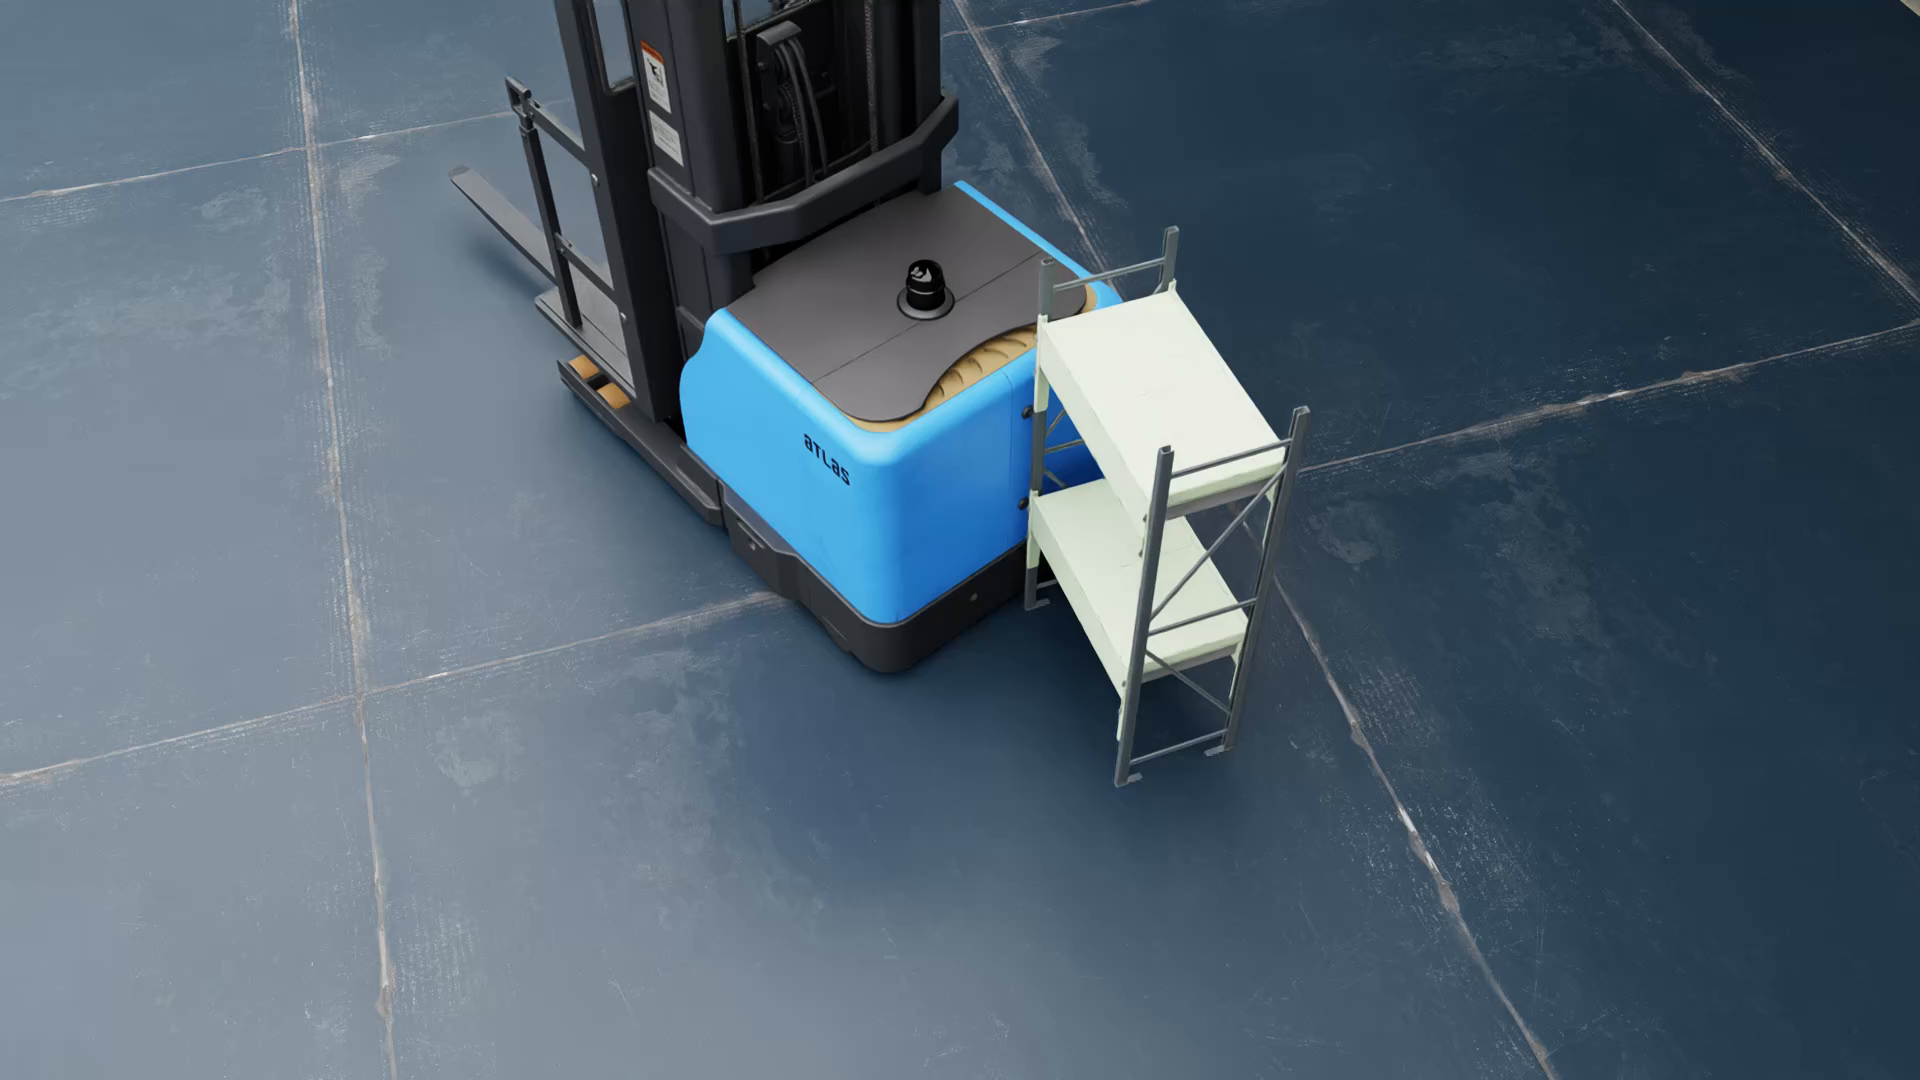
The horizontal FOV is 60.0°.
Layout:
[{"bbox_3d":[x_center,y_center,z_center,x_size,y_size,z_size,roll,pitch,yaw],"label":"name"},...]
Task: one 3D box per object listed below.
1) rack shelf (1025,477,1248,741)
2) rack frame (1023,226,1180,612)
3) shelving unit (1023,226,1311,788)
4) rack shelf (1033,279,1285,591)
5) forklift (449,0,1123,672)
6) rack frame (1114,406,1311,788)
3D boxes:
[{"bbox_3d":[0.534,0.165,5.056,0.431,0.370,0.720,-16,52,-13],"label":"rack shelf"},{"bbox_3d":[0.403,-0.306,5.027,0.400,1.500,0.023,-16,52,-13],"label":"rack frame"},{"bbox_3d":[0.534,-0.045,4.807,0.431,1.500,0.755,-16,52,-13],"label":"shelving unit"},{"bbox_3d":[0.534,-0.296,4.508,0.431,0.370,0.720,-16,52,-13],"label":"rack shelf"},{"bbox_3d":[-0.828,-1.581,5.166,1.130,2.935,3.031,-33,57,-25],"label":"forklift"},{"bbox_3d":[0.664,0.217,4.586,0.400,1.500,0.023,-16,52,-13],"label":"rack frame"}]
